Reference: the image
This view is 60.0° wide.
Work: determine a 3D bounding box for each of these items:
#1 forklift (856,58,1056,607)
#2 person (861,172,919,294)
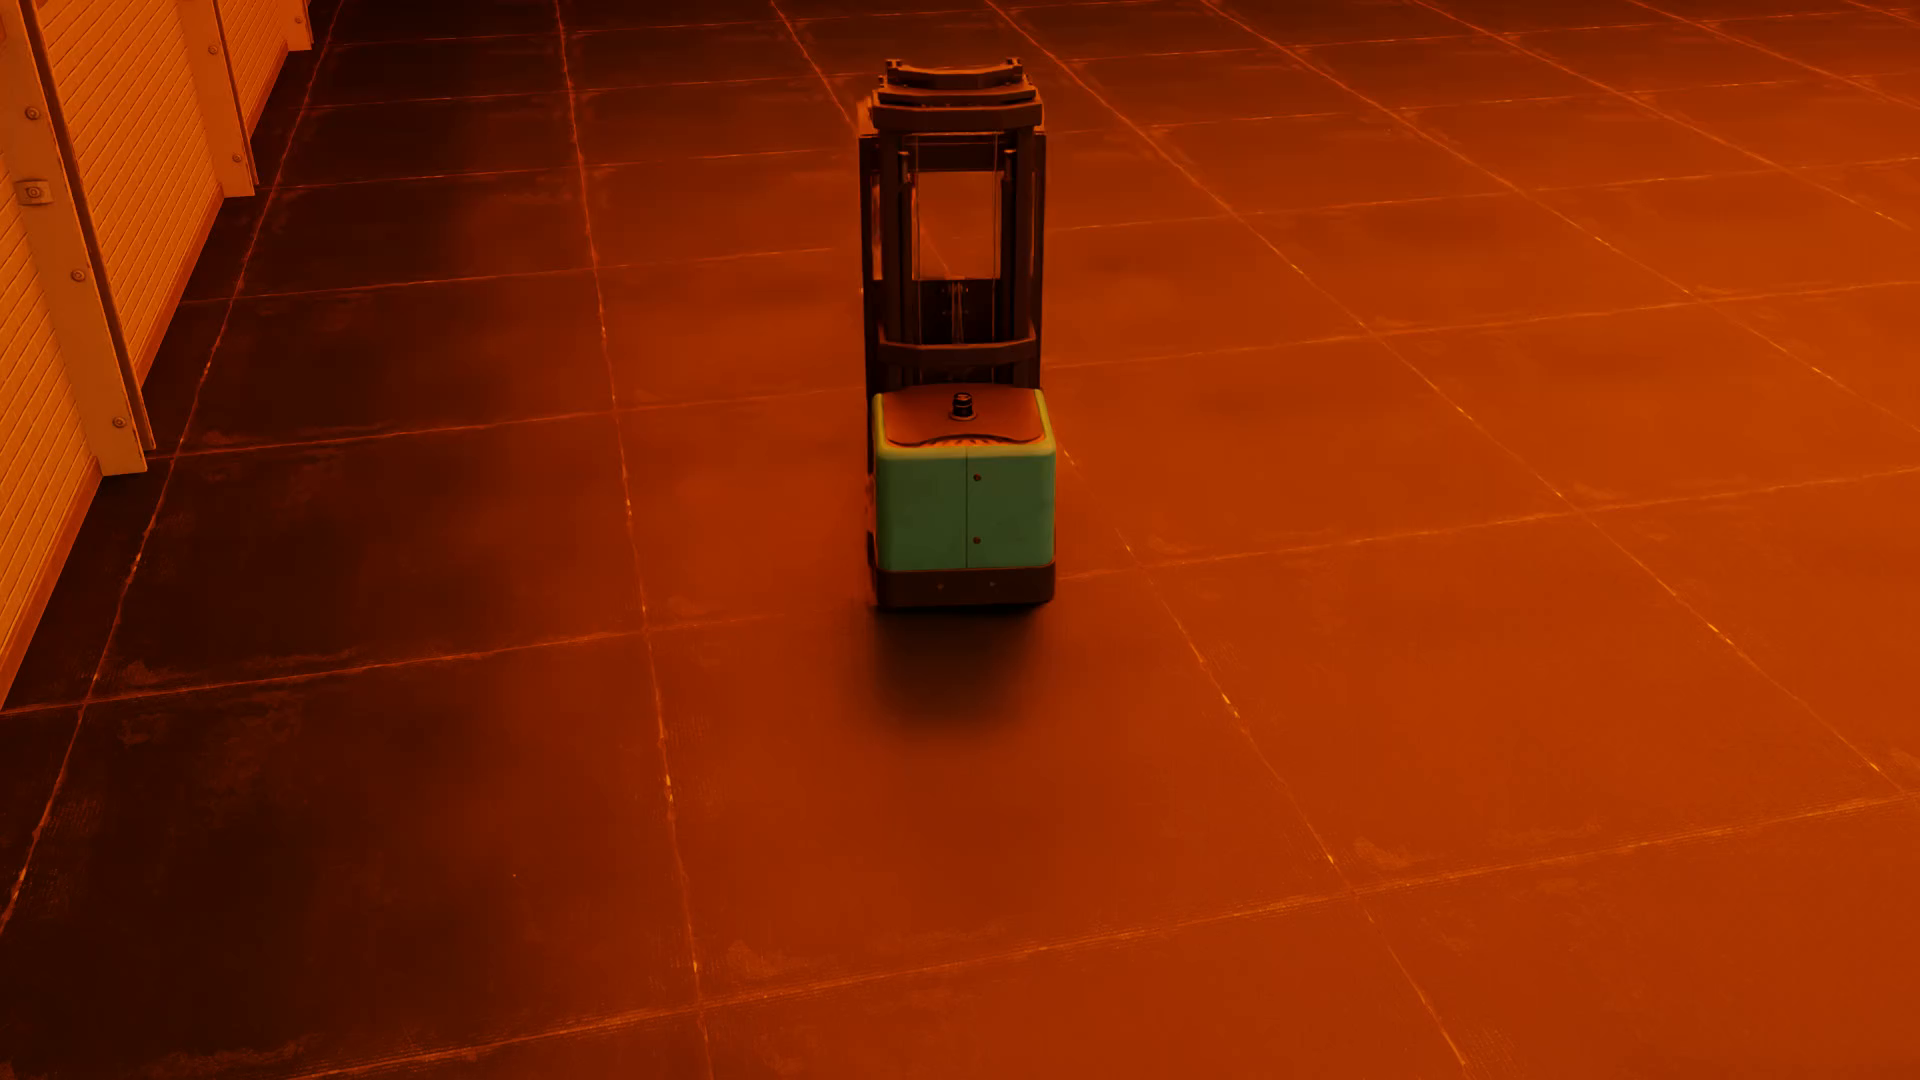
[{"bbox_3d":[-0.062,-1.585,10.313,1.130,2.935,3.031,-2,30,-3],"label":"forklift"},{"bbox_3d":[-0.595,-2.777,13.647,0.522,1.690,0.479,-16,34,-25],"label":"person"}]
